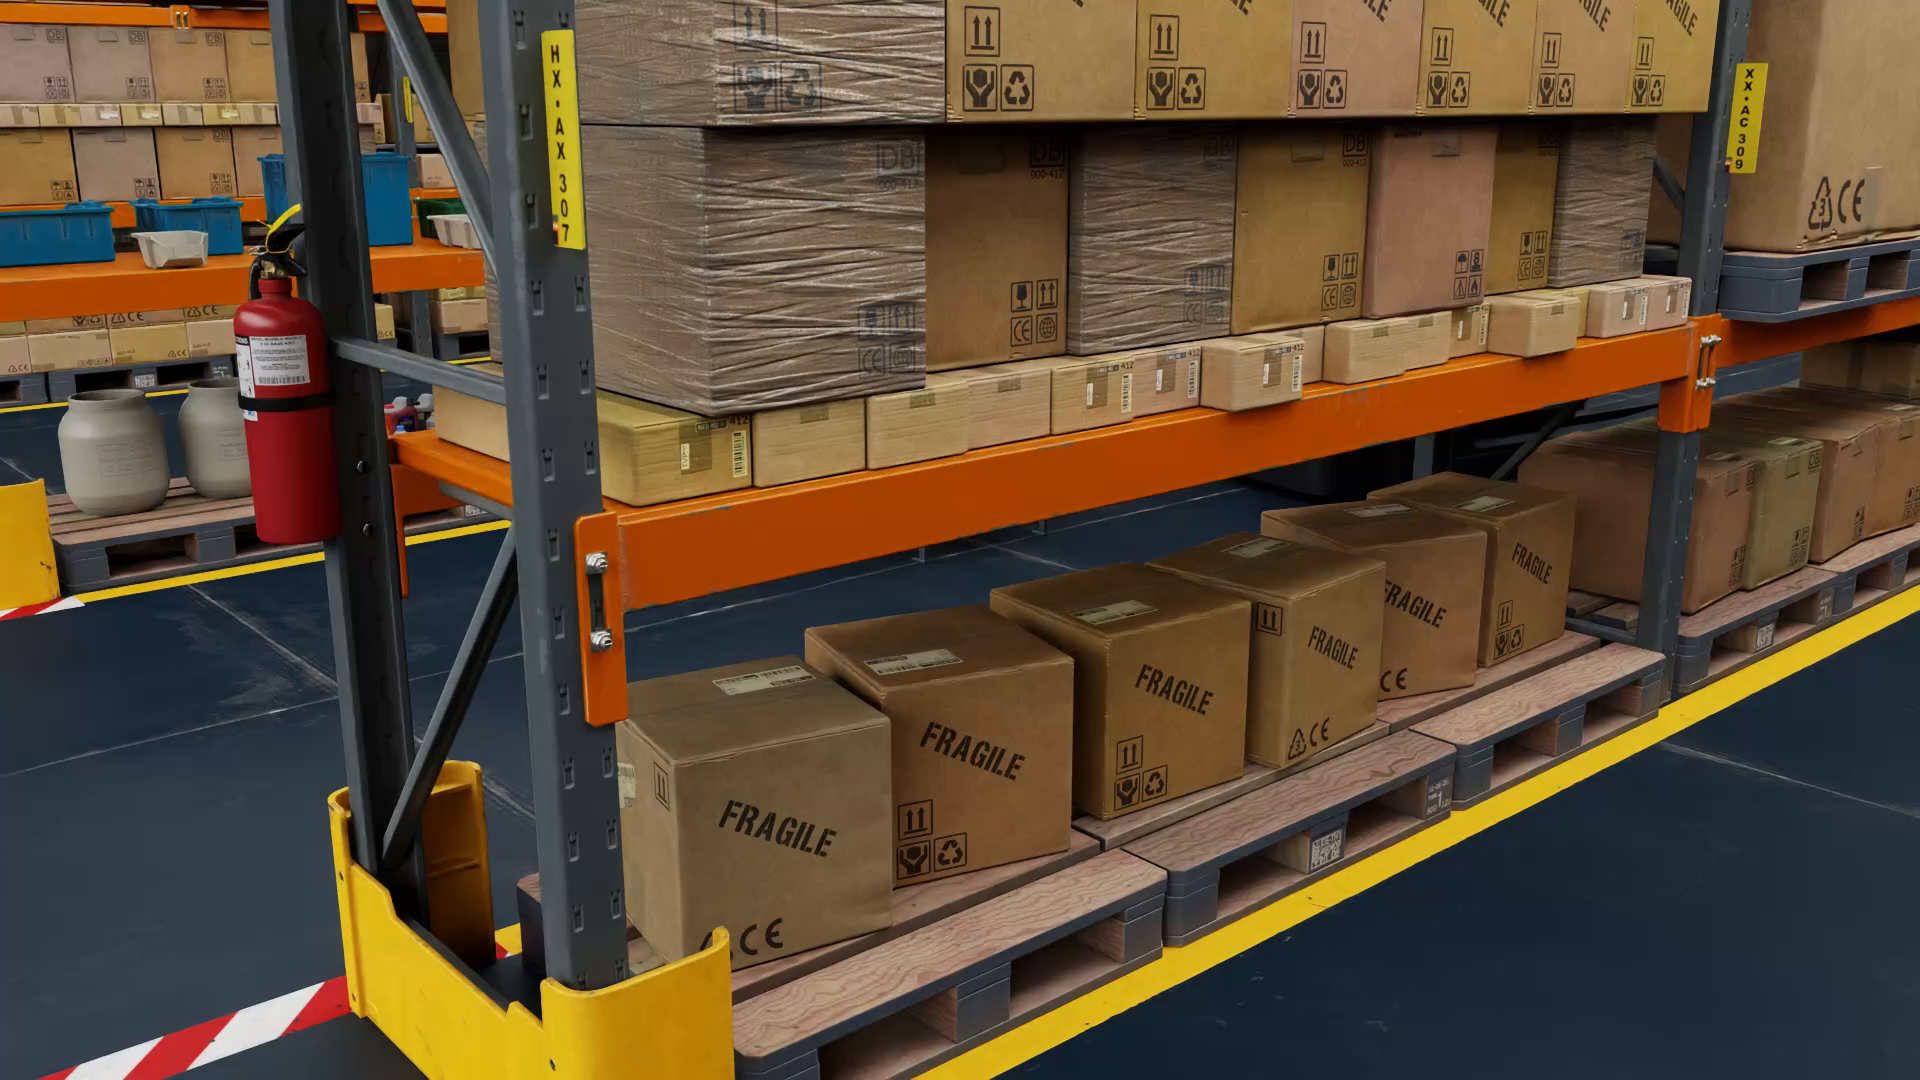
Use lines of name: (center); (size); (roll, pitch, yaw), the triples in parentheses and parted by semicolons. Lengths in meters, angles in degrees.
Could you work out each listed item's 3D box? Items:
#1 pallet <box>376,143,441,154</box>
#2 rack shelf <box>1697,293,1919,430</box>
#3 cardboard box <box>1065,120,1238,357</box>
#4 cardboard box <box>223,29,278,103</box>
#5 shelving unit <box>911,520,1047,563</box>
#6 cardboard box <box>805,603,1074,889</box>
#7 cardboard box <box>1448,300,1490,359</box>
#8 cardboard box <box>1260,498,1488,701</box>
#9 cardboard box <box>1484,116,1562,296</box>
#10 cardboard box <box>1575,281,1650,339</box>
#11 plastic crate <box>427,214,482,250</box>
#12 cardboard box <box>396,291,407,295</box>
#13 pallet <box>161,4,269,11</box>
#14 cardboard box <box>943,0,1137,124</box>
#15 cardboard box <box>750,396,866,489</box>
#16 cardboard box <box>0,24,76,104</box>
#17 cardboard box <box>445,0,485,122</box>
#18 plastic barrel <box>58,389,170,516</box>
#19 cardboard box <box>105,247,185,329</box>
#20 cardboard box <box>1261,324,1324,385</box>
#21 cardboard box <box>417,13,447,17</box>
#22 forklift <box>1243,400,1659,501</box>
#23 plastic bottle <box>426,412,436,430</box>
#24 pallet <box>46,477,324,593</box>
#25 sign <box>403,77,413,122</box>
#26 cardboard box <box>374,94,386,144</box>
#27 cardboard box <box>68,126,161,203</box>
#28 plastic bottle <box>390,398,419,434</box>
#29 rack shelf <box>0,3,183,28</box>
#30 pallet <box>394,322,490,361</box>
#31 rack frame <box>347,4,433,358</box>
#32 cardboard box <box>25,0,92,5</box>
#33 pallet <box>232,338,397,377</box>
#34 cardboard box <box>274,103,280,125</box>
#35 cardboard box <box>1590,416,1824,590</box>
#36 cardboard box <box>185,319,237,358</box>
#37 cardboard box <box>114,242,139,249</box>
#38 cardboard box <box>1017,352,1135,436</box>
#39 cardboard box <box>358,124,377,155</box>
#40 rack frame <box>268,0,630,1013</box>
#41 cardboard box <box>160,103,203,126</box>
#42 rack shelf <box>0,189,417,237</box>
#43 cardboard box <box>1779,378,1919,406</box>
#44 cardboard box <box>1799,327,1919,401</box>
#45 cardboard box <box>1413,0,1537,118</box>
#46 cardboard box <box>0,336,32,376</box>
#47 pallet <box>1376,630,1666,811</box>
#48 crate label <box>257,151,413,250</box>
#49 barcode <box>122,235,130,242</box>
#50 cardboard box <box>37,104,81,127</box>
pallet: (-6.156, -4.115, 17.715); (1.213, 0.211, 1.003); (-13, 19, -39)
rack shelf: (3.557, -0.972, 6.969); (4.000, 0.370, 1.077); (-13, 19, -39)
cardboard box: (0.167, -0.767, 4.039); (0.500, 0.500, 0.875); (-13, 19, -39)
cardboard box: (-5.163, -3.422, 12.043); (0.500, 0.500, 0.700); (-13, 20, -39)
shelving unit: (-0.005, -0.723, 7.552); (0.755, 1.500, 0.431); (-13, 19, -39)
cardboard box: (-0.059, 0.491, 4.128); (0.500, 0.500, 0.500); (-7, 17, -25)
cardboard box: (1.265, -0.614, 4.721); (0.250, 0.149, 0.380); (-13, 19, -39)
cardboard box: (1.293, 0.183, 5.283); (0.500, 0.500, 0.500); (-6, 16, -22)
cardboard box: (1.268, -1.030, 5.025); (0.500, 0.500, 0.875); (-13, 19, -39)
cardboard box: (1.884, -0.725, 5.138); (0.250, 0.149, 0.380); (-13, 19, -39)
plastic crate: (-2.262, -1.493, 8.038); (0.437, 0.136, 0.530); (-13, 19, -39)
cardboard box: (-4.335, -2.179, 13.525); (0.500, 0.311, 0.500); (-13, 19, -39)
pallet: (-7.171, -5.316, 16.390); (1.003, 0.211, 1.213); (-13, 19, -39)
cardboard box: (0.006, -1.101, 3.353); (0.500, 0.500, 0.500); (-13, 19, -39)
cardboard box: (-0.397, -0.222, 3.255); (0.250, 0.149, 0.380); (-13, 19, -39)
cardboard box: (-6.296, -3.168, 11.091); (0.500, 0.500, 0.700); (-13, 19, -39)
cardboard box: (-0.717, -1.119, 3.420); (0.500, 0.500, 0.500); (-13, 19, -39)
plastic barrel: (-3.775, -0.394, 7.421); (0.421, 0.512, 0.421); (0, 15, 0)
cardboard box: (-5.786, -1.770, 11.625); (0.500, 0.500, 0.500); (-13, 19, -39)
cardboard box: (0.699, -0.487, 4.247); (0.250, 0.149, 0.380); (-13, 19, -39)
cardboard box: (-5.728, -5.858, 17.818); (0.637, 0.503, 0.797); (-9, 18, -32)
forklift: (2.777, -1.882, 9.116); (3.031, 2.935, 1.130); (-10, 18, -32)
plastic bottle: (-2.714, -0.564, 8.619); (0.097, 0.201, 0.097); (0, 15, 0)
pallet: (-3.578, -0.079, 7.635); (1.213, 0.211, 1.003); (-13, 19, -39)
sign: (-4.087, -3.258, 12.305); (0.005, 0.325, 0.100); (-13, 19, -39)
cardboard box: (-6.398, -4.425, 17.456); (0.500, 0.500, 0.700); (-10, 18, -32)
cardboard box: (-5.943, -2.620, 11.551); (0.500, 0.500, 0.700); (-12, 19, -38)
plastic bottle: (-2.845, -0.581, 8.522); (0.133, 0.283, 0.061); (-13, 19, -39)
rack shelf: (-9.215, -4.636, 14.876); (4.000, 0.370, 1.077); (-13, 19, -39)
pallet: (-3.922, -1.695, 13.686); (1.213, 0.211, 1.003); (-13, 19, -39)
rack frame: (-4.452, -2.910, 12.830); (0.127, 3.000, 1.000); (-13, 19, -39)
cardboard box: (-8.315, -5.164, 15.224); (0.500, 0.500, 0.500); (14, 20, 42)
pallet: (-5.079, -1.436, 12.717); (1.213, 0.211, 1.003); (-13, 19, -39)
cardboard box: (-4.900, -3.097, 12.082); (0.250, 0.149, 0.380); (-13, 20, -41)
cardboard box: (2.898, -0.162, 6.536); (0.500, 0.500, 0.700); (-13, 20, -40)
cardboard box: (-5.410, -1.493, 12.040); (0.500, 0.250, 0.500); (-13, 19, -39)
cardboard box: (-6.138, -1.874, 12.016); (0.500, 0.500, 0.500); (-13, 19, -39)
cardboard box: (0.170, -0.349, 3.730); (0.250, 0.149, 0.380); (-13, 19, -39)
cardboard box: (-4.783, -2.882, 12.532); (0.500, 0.500, 0.700); (-13, 20, -41)
rack frame: (-0.970, -0.303, 3.071); (0.127, 3.000, 1.000); (-13, 19, -39)
cardboard box: (-5.475, -2.969, 11.601); (0.250, 0.149, 0.380); (-12, 19, -38)
rack shelf: (-5.961, -2.223, 11.655); (4.000, 0.370, 1.077); (-13, 19, -39)
cardboard box: (4.163, -0.449, 7.610); (0.700, 0.500, 0.500); (14, 20, 42)
cardboard box: (4.186, -0.814, 7.523); (0.500, 0.250, 0.500); (-10, 18, -33)
cardboard box: (1.135, -1.356, 4.307); (0.500, 0.500, 0.500); (-13, 19, -39)
cardboard box: (-6.544, -1.239, 11.092); (0.500, 0.250, 0.500); (-13, 19, -39)
pallet: (1.565, 0.487, 5.516); (1.213, 0.211, 1.003); (-13, 19, -39)
crate label: (-3.010, -1.649, 8.041); (0.616, 0.435, 0.502); (-13, 19, -39)
barcode: (-8.272, -2.988, 16.495); (0.075, 0.075, 0.001); (-13, 19, -39)
cardboard box: (-6.062, -2.837, 11.107); (0.250, 0.149, 0.380); (-13, 20, -40)
